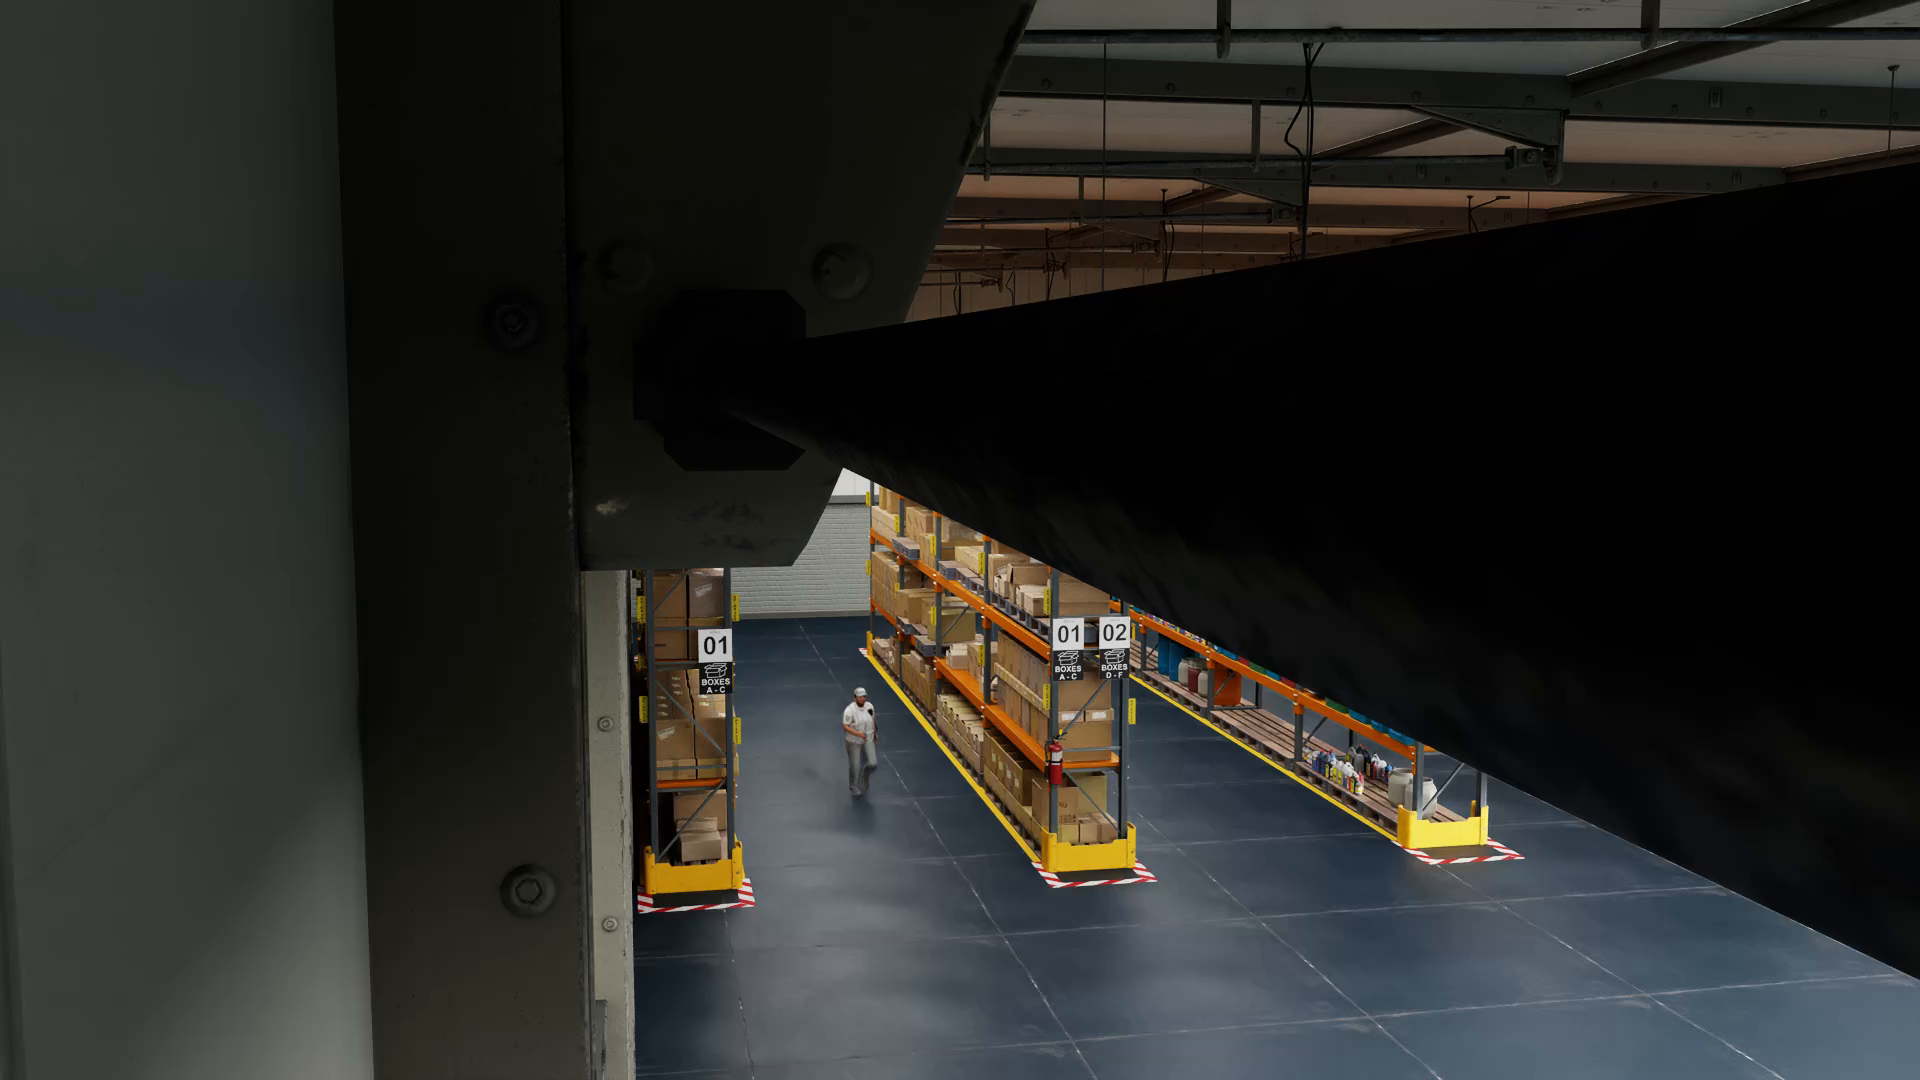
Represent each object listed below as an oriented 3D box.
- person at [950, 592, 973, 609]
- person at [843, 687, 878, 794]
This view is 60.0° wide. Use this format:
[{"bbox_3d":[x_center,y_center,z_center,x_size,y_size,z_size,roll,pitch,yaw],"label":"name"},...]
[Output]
[{"bbox_3d":[0.012,1.601,37.431,0.586,1.698,0.692,6,8,44],"label":"person"},{"bbox_3d":[-1.444,2.966,24.477,0.584,1.620,0.667,-3,7,-26],"label":"person"}]
